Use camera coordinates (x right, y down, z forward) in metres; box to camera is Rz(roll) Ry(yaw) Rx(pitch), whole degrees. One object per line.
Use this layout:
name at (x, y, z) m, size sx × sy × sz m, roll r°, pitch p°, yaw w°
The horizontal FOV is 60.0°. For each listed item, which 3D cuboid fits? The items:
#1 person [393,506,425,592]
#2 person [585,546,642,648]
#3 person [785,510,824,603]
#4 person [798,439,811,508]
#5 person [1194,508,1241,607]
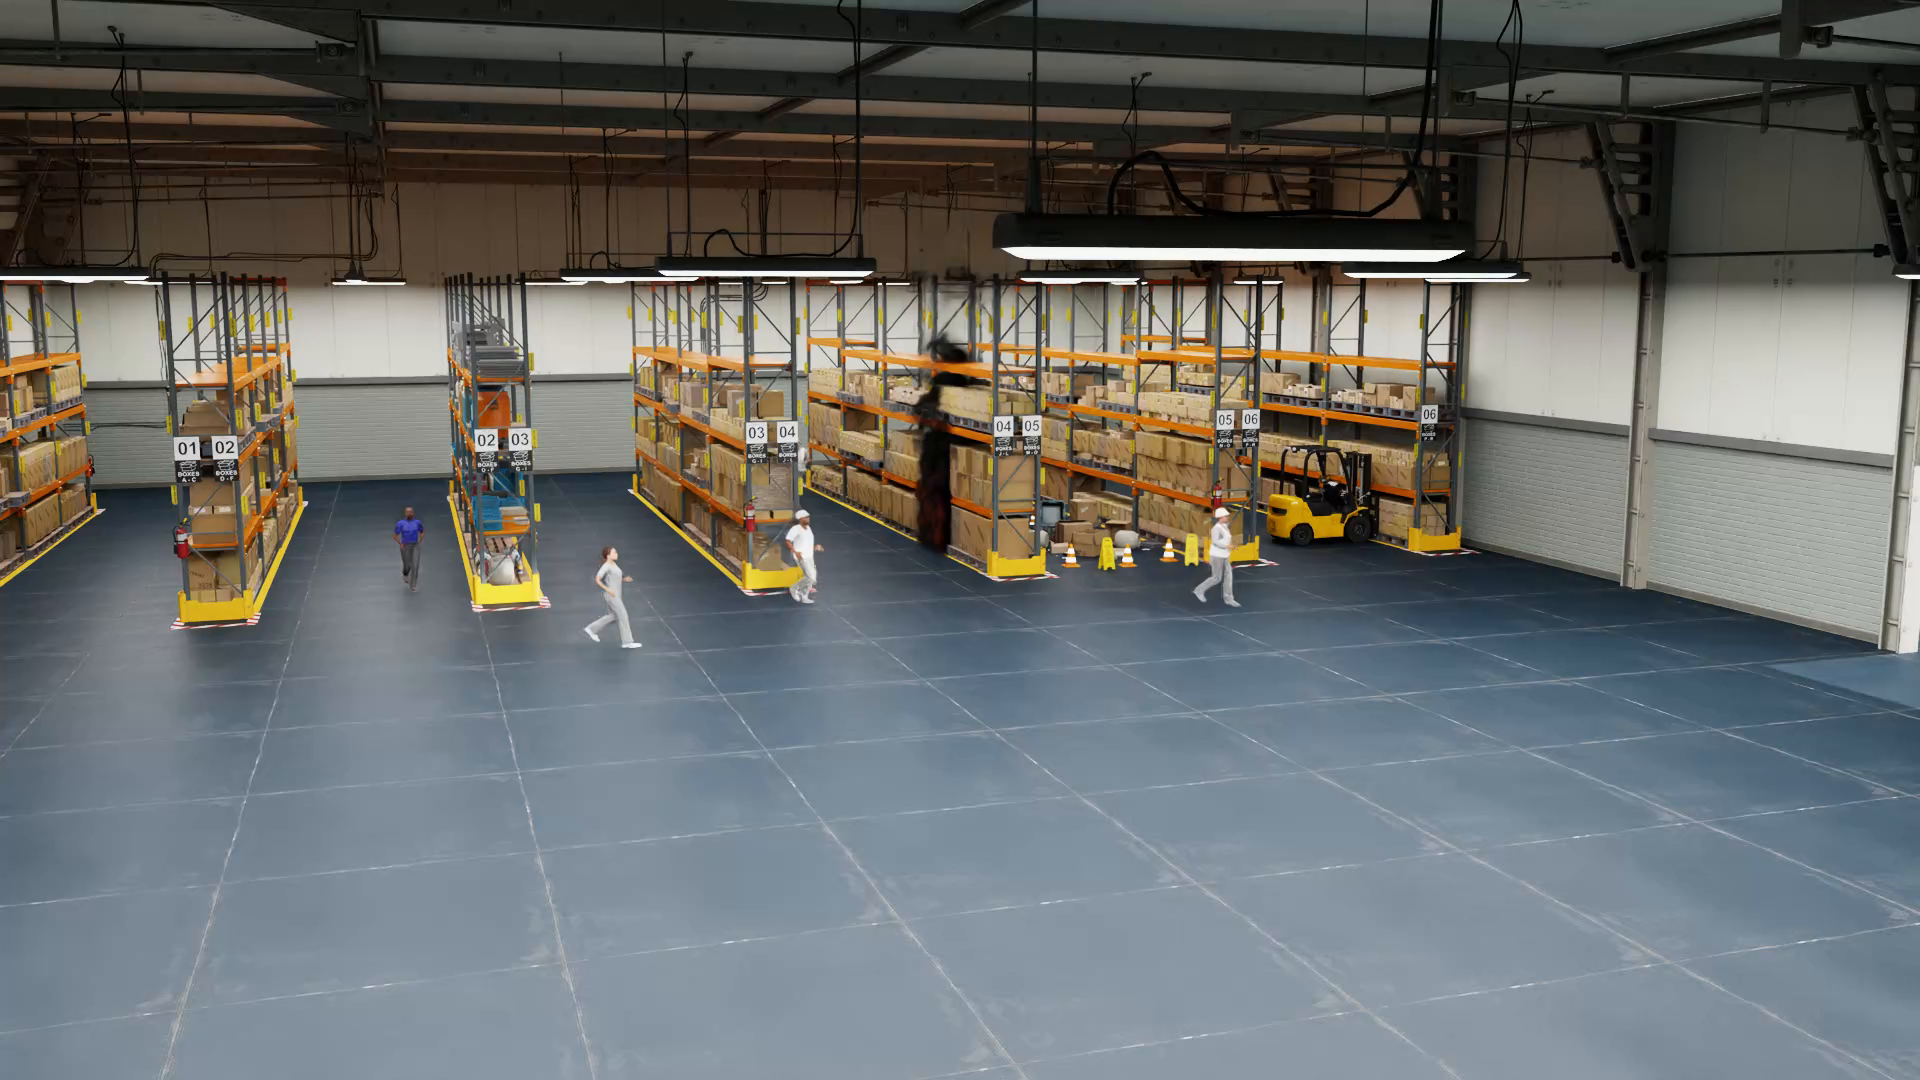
person at (-10.459, 0.159, 31.645) m, size 0.593 × 1.618 × 0.727 m, roll -5°, pitch 10°, yaw -28°
person at (-5.537, 0.907, 26.525) m, size 0.880 × 1.645 × 0.574 m, roll 0°, pitch 9°, yaw 1°
person at (-2.831, 0.311, 30.339) m, size 0.581 × 1.726 × 0.722 m, roll 3°, pitch 9°, yaw 21°
person at (-4.271, -1.799, 44.040) m, size 0.665 × 1.797 × 0.926 m, roll -2°, pitch 9°, yaw -11°
person at (4.696, 0.306, 30.191) m, size 0.849 × 1.793 × 0.679 m, roll 4°, pitch 9°, yaw 25°
